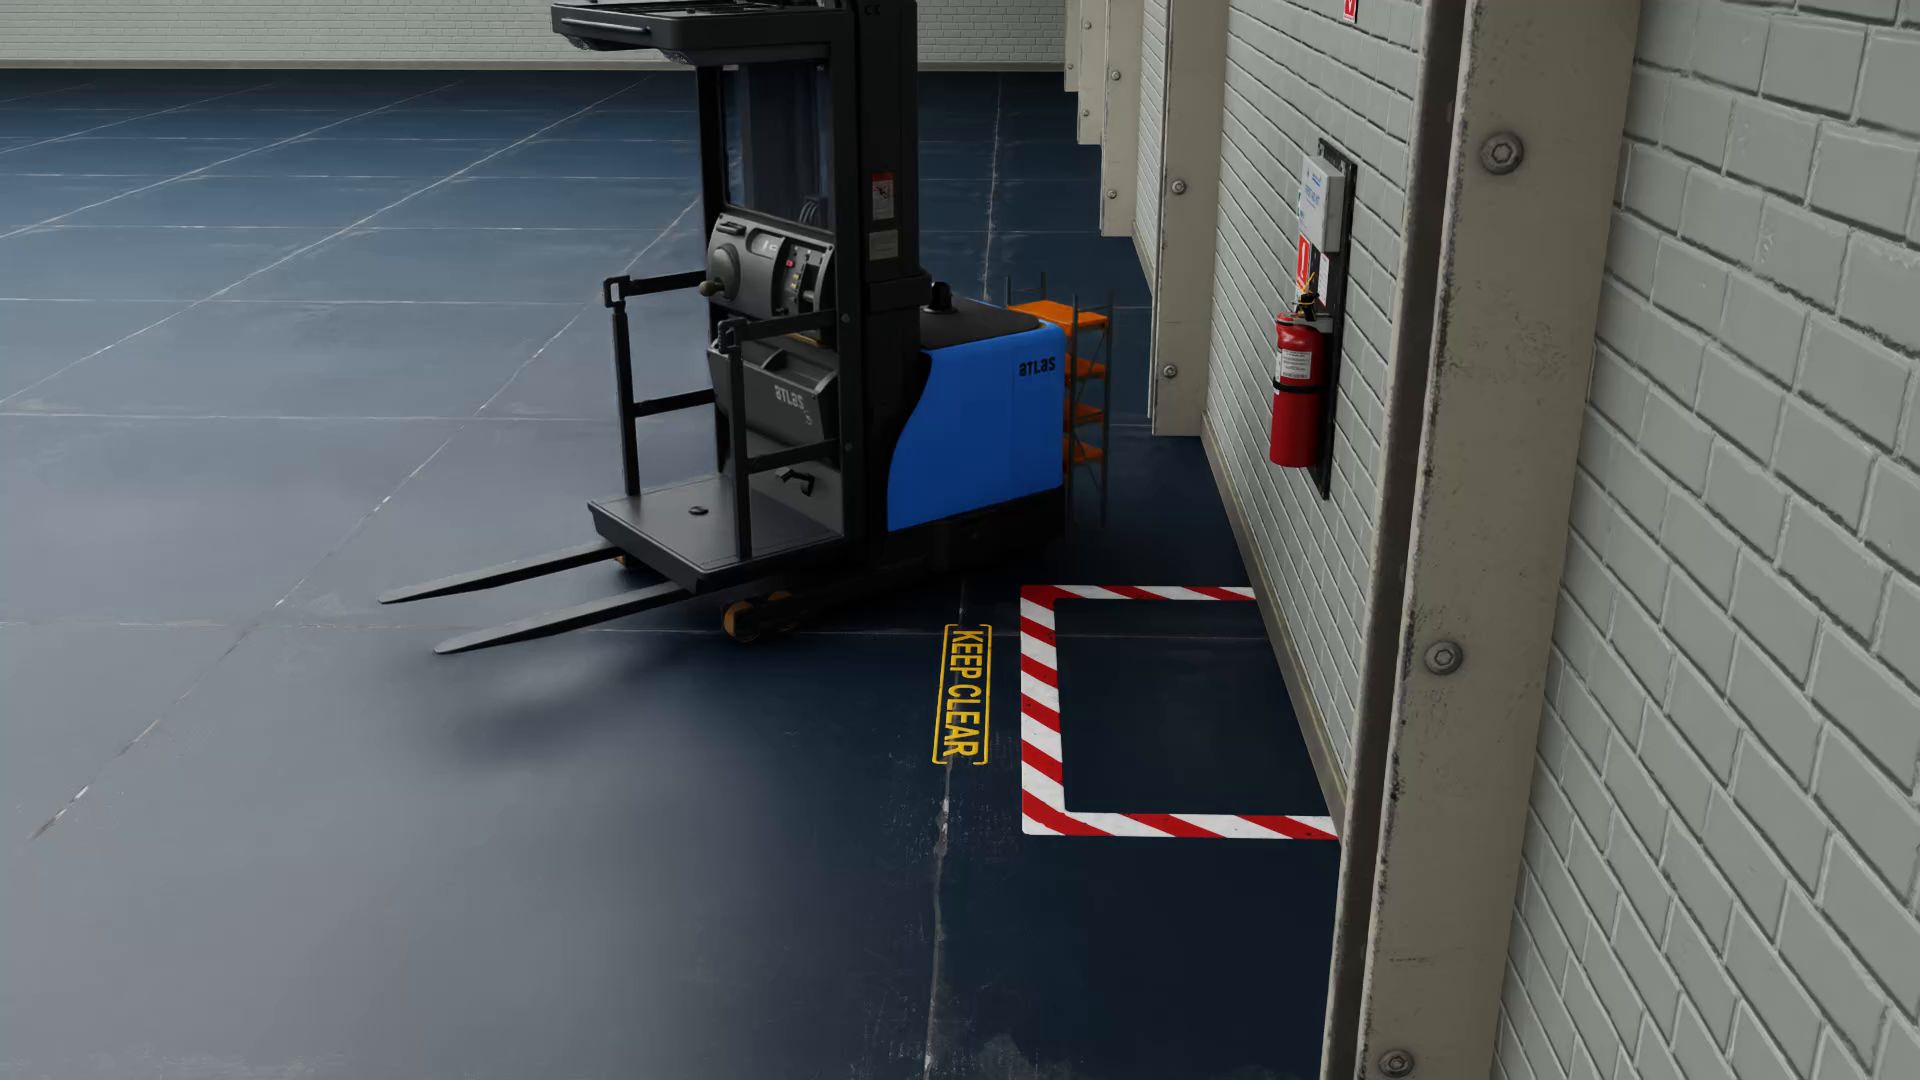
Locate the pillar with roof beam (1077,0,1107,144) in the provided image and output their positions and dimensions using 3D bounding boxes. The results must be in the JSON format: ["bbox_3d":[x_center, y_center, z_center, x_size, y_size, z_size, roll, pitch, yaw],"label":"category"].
[{"bbox_3d":[-2.666,-9.255,19.441,9.100,9.000,0.400,1,21,2],"label":"pillar with roof beam"}]

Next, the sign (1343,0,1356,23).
[{"bbox_3d":[1.302,-1.878,5.518,0.001,0.298,0.199,1,21,2],"label":"sign"}]

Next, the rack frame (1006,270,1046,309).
[{"bbox_3d":[0.319,-0.727,8.242,0.240,1.200,0.015,-15,26,-35],"label":"rack frame"}]

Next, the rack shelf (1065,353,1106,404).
[{"bbox_3d":[0.468,-0.803,8.006,0.258,0.148,0.480,-15,26,-35],"label":"rack shelf"}]

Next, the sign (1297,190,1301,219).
[{"bbox_3d":[1.313,-1.256,6.338,0.001,0.109,0.331,1,21,2],"label":"sign"}]

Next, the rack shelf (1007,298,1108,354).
[{"bbox_3d":[0.468,-1.023,7.920,0.258,0.148,0.480,-15,26,-35],"label":"rack shelf"}]

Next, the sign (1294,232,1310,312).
[{"bbox_3d":[1.323,-1.011,6.438,0.001,0.329,0.234,1,21,2],"label":"sign"}]

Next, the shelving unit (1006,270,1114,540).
[{"bbox_3d":[0.467,-0.657,8.062,0.258,1.200,0.503,-15,26,-35],"label":"shelving unit"}]

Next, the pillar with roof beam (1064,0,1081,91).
[{"bbox_3d":[-2.484,-11.424,25.032,9.100,9.000,0.400,1,21,2],"label":"pillar with roof beam"}]

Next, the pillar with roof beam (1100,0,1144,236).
[{"bbox_3d":[-2.849,-7.085,13.850,9.100,9.000,0.400,1,21,2],"label":"pillar with roof beam"}]

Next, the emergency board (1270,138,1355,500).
[{"bbox_3d":[1.203,-0.795,5.932,0.194,1.169,0.643,1,21,2],"label":"emergency board"}]

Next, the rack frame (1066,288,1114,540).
[{"bbox_3d":[0.616,-0.587,7.881,0.240,1.200,0.015,-15,26,-35],"label":"rack frame"}]

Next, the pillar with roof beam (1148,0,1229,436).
[{"bbox_3d":[-3.031,-4.916,8.259,9.100,9.000,0.400,1,21,2],"label":"pillar with roof beam"}]

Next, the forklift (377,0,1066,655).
[{"bbox_3d":[-0.979,-1.157,6.959,3.031,2.935,1.130,-16,26,-35],"label":"forklift"}]

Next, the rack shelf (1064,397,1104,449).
[{"bbox_3d":[0.467,-0.594,8.086,0.258,0.148,0.480,-15,26,-35],"label":"rack shelf"}]

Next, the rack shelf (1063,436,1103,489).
[{"bbox_3d":[0.467,-0.409,8.158,0.258,0.148,0.480,-15,26,-35],"label":"rack shelf"}]
